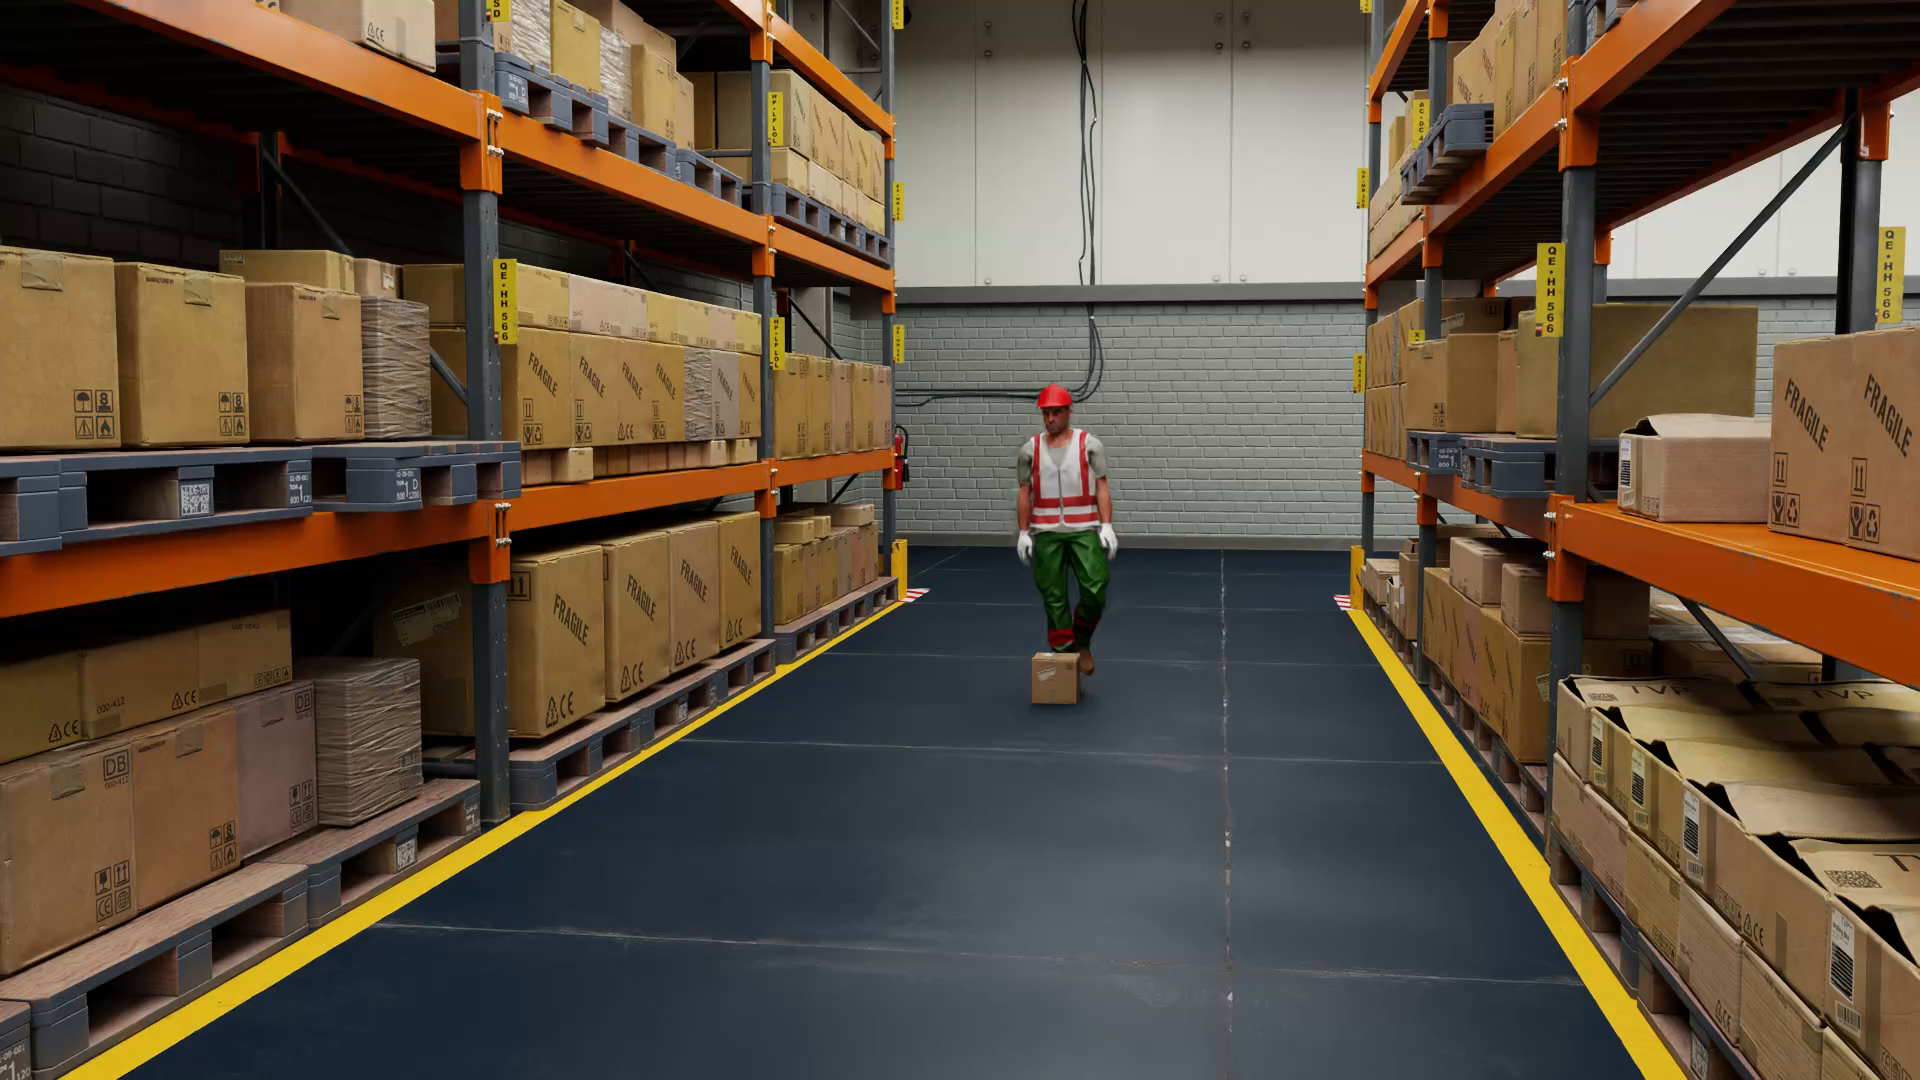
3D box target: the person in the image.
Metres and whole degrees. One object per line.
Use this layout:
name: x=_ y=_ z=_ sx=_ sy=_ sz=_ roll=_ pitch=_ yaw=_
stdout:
person: x=0.614 y=-0.017 z=9.691 sx=0.607 sy=1.777 sz=0.601 roll=1 pitch=4 yaw=10
